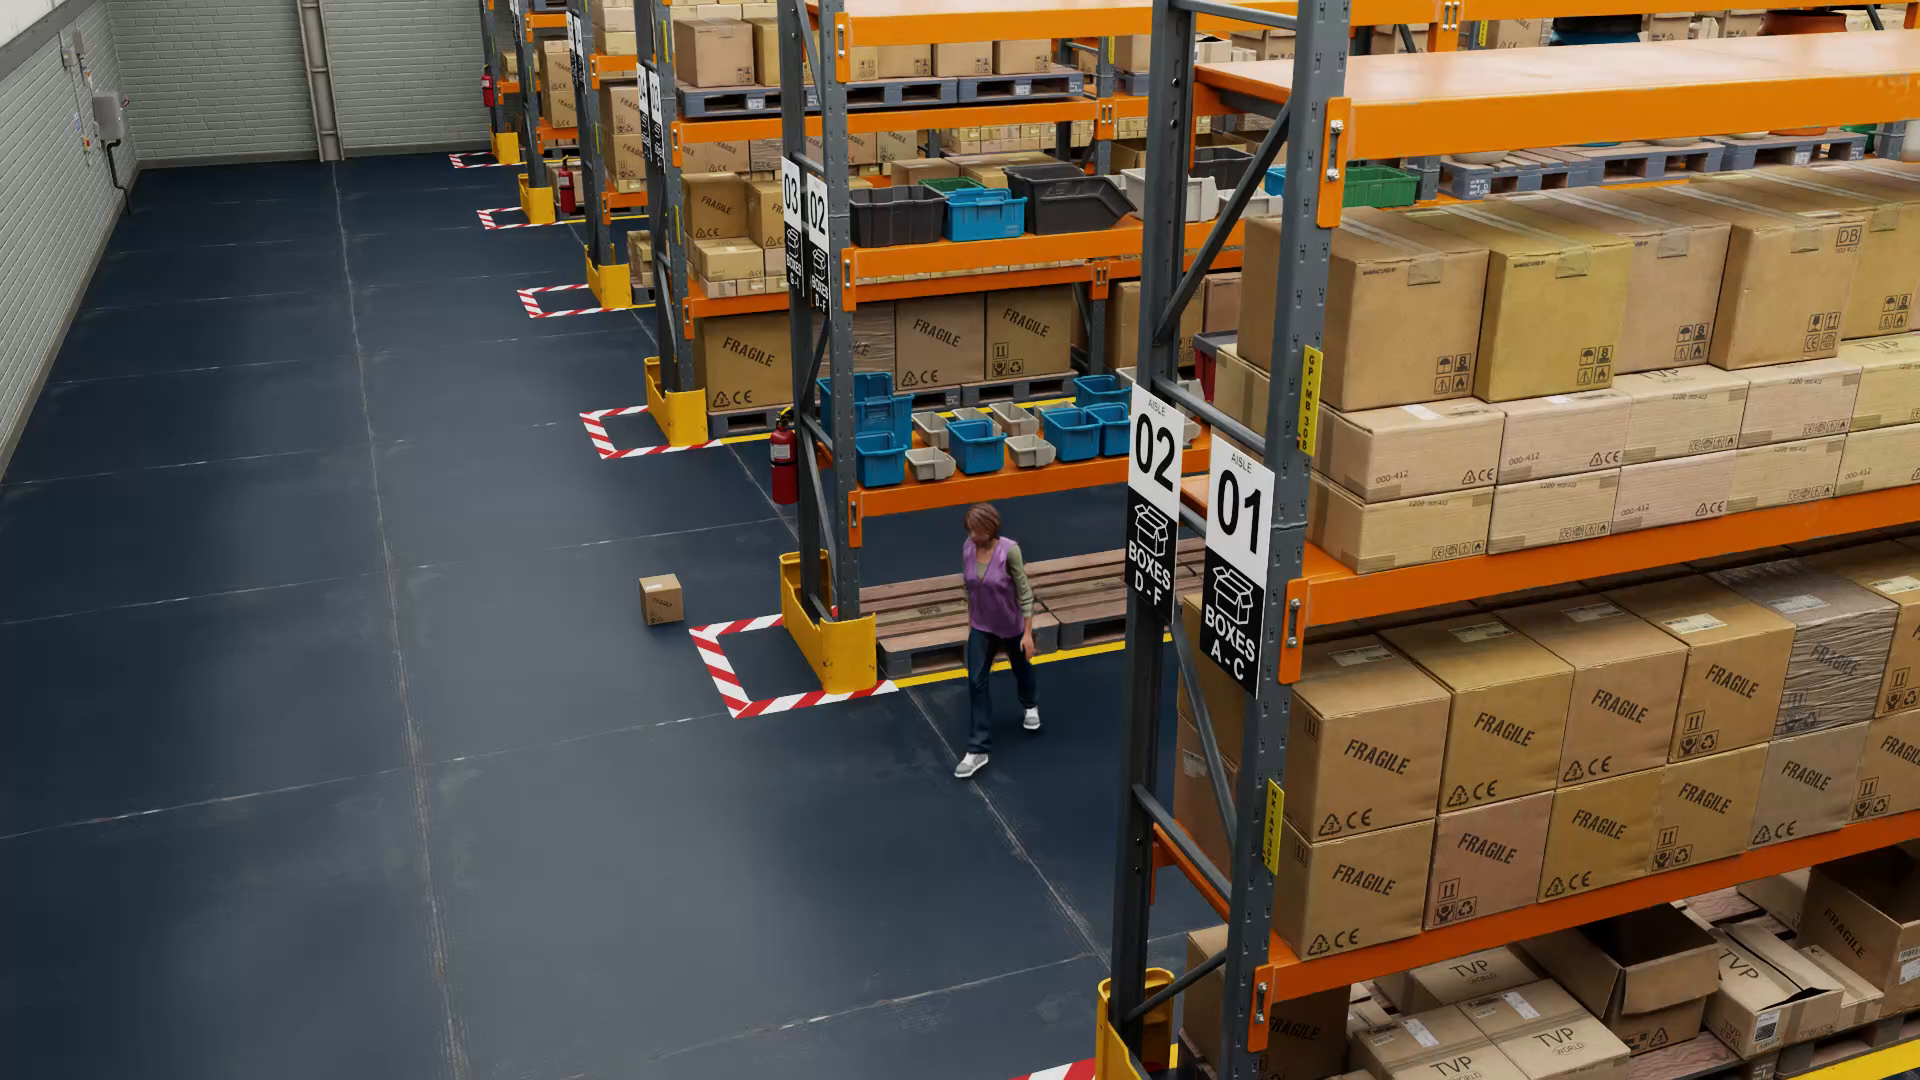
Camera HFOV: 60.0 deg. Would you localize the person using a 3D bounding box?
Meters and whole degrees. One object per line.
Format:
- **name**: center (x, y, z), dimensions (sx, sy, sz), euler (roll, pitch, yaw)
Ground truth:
- **person**: center (0.222, 0.515, 9.597), dimensions (0.497, 1.537, 0.902), euler (7, 24, 17)
